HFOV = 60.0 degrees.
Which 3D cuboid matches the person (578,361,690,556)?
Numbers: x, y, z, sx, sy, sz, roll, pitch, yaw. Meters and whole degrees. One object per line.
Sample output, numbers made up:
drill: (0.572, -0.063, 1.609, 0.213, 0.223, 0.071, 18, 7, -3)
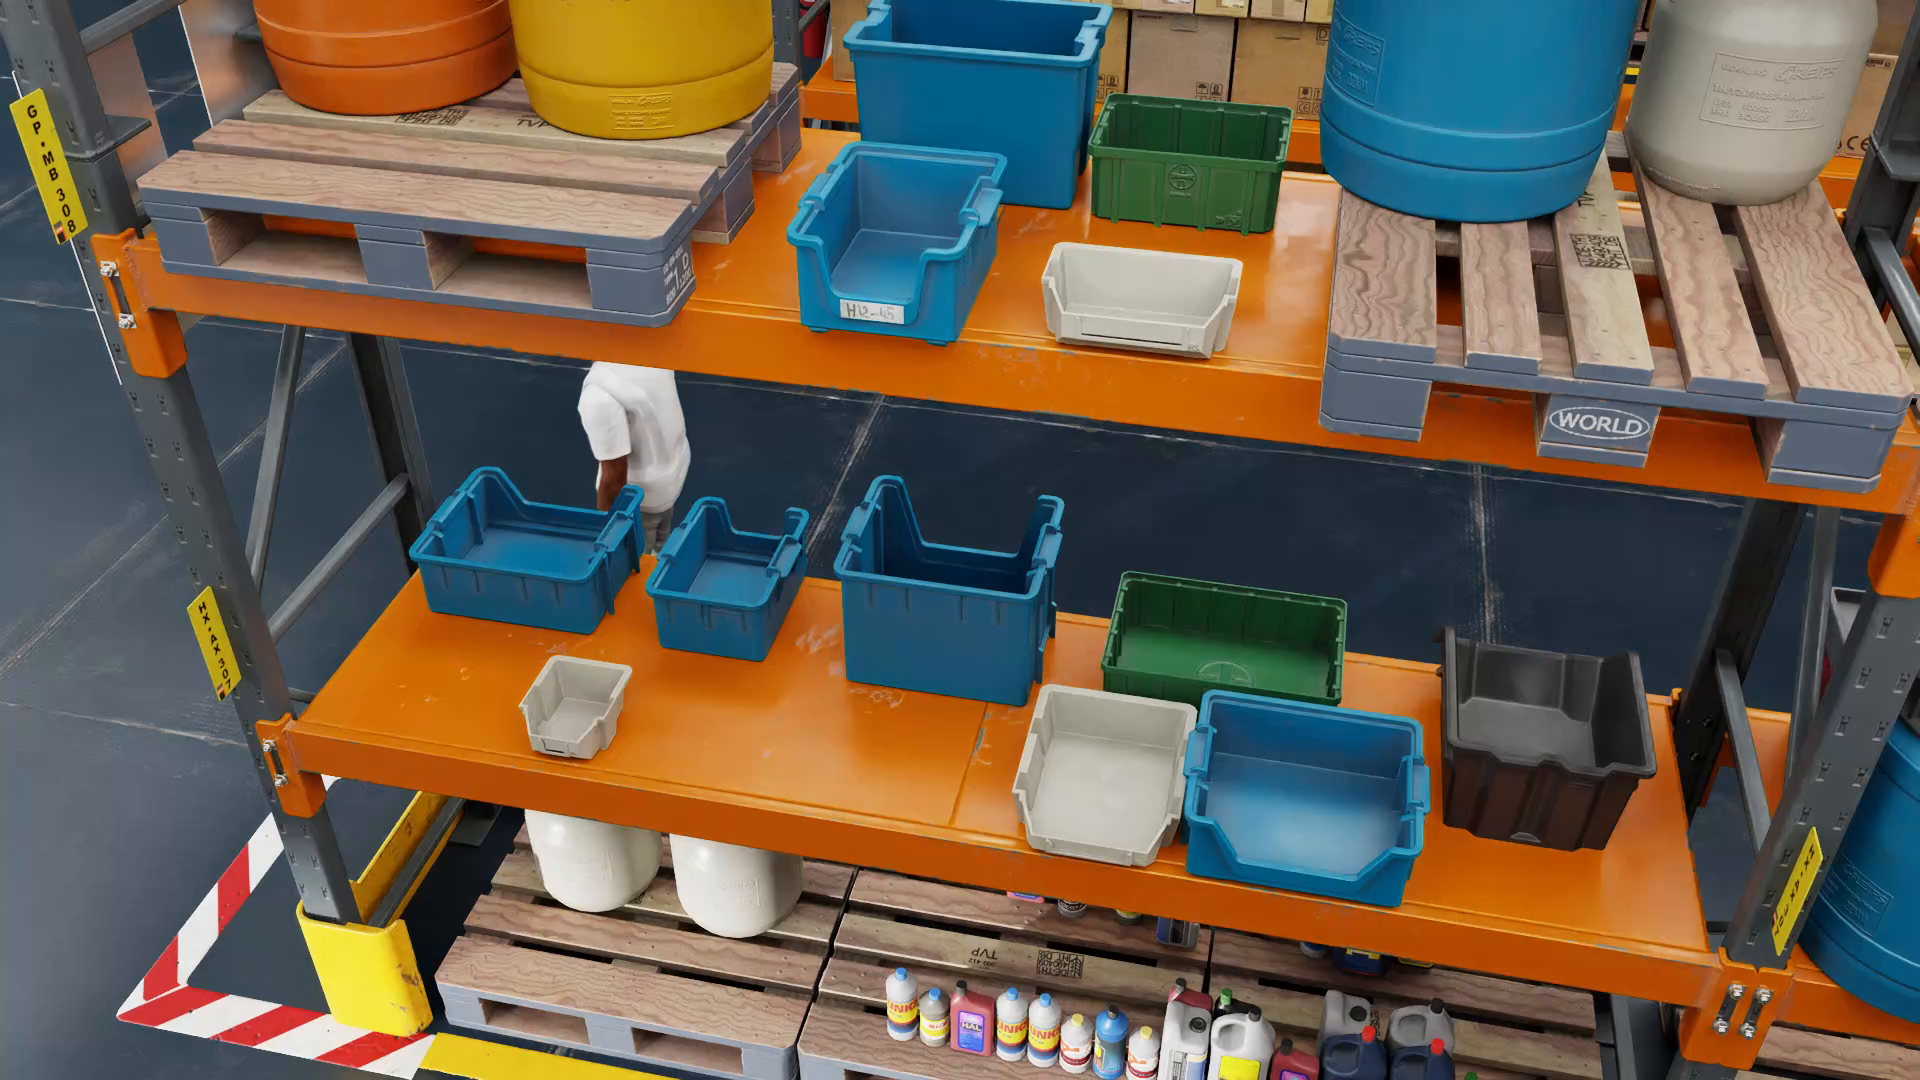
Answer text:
person: (-1.280, -0.230, 6.445, 0.454, 1.761, 0.636, 6, 37, 8)
